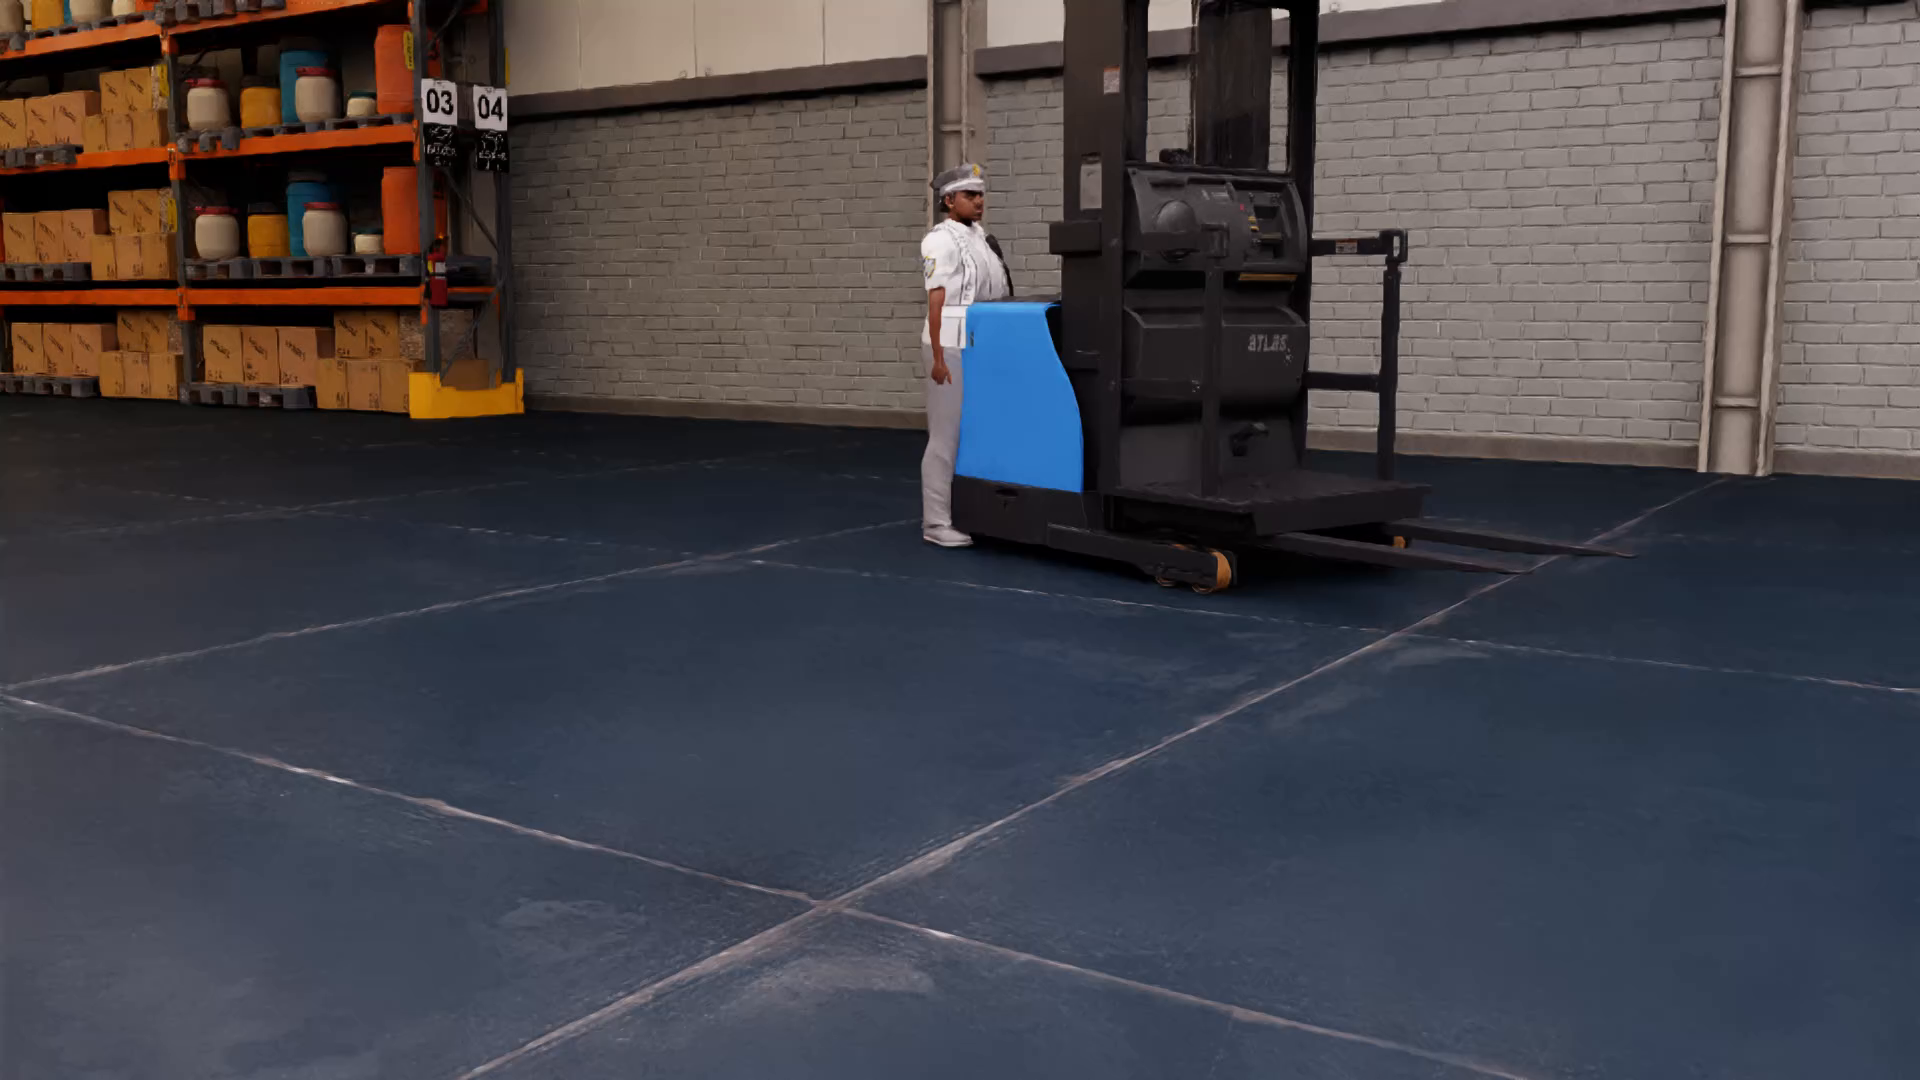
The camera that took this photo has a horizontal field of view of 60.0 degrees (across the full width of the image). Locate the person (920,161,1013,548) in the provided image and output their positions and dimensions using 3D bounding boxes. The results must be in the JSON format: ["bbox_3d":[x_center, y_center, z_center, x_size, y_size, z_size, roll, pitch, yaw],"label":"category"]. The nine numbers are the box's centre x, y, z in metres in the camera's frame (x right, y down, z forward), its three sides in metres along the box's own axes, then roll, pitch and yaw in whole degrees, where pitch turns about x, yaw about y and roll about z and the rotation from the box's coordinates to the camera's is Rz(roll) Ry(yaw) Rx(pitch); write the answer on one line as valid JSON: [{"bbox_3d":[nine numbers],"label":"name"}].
[{"bbox_3d":[0.013,-0.829,7.468,0.339,1.686,0.446,5,10,34],"label":"person"}]

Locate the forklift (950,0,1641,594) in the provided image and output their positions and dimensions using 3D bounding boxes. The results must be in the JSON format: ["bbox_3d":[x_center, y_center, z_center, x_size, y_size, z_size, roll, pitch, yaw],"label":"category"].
[{"bbox_3d":[1.168,-1.326,6.518,1.130,2.935,3.031,-6,10,-36],"label":"forklift"}]
